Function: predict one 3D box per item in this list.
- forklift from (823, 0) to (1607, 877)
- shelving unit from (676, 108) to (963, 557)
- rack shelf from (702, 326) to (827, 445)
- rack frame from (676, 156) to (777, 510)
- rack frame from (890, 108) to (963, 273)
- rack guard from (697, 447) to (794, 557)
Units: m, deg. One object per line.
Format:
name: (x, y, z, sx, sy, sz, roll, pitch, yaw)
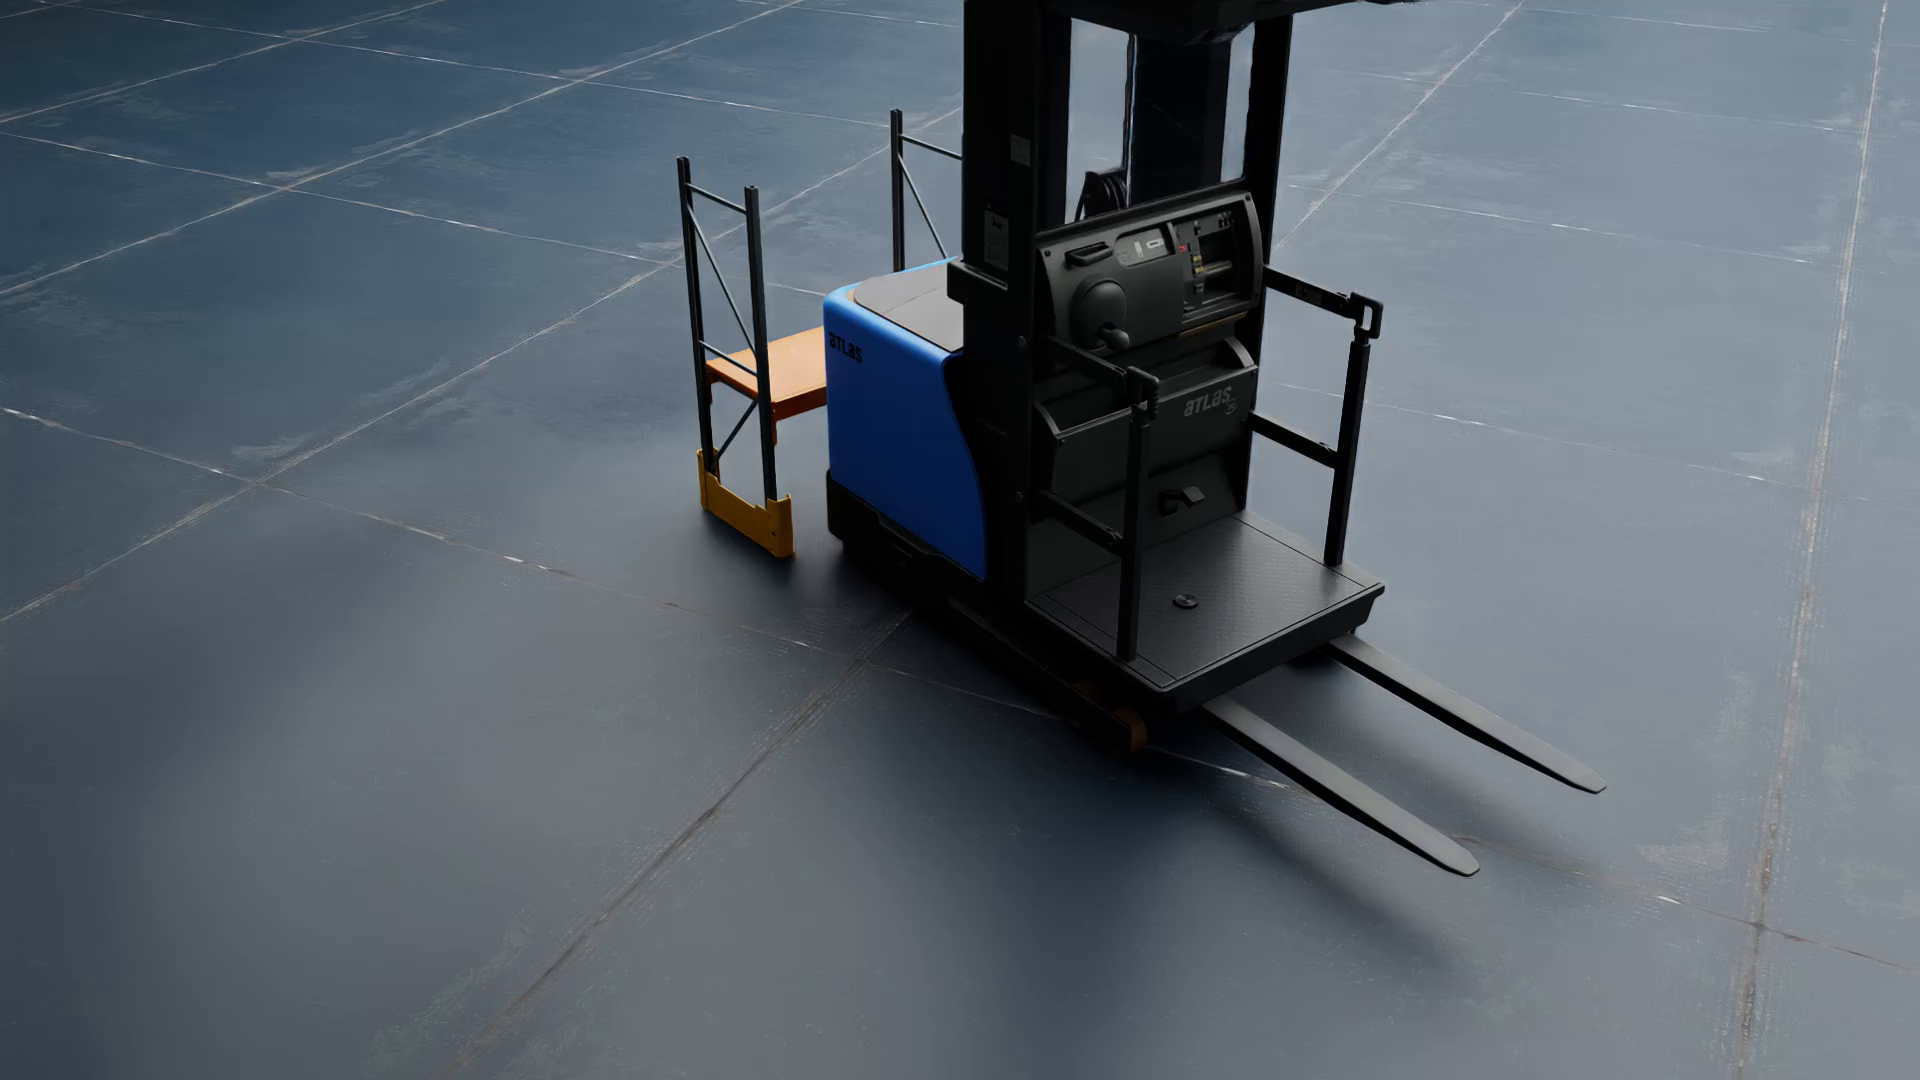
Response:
forklift: (0.765, -0.834, 5.258, 1.130, 2.935, 3.031, -21, 36, -32)
shelving unit: (-0.496, -0.862, 6.744, 1.083, 1.500, 0.587, -23, 37, -34)
rack shelf: (-0.503, -0.703, 6.829, 1.000, 0.185, 0.538, -23, 37, -34)
rack frame: (-0.892, -0.696, 6.456, 0.032, 1.500, 0.500, -23, 37, -34)
rack frame: (-0.114, -1.022, 7.023, 0.032, 1.500, 0.500, -23, 37, -34)
rack guard: (-0.878, -0.160, 6.778, 0.087, 0.250, 0.587, -23, 37, -34)
